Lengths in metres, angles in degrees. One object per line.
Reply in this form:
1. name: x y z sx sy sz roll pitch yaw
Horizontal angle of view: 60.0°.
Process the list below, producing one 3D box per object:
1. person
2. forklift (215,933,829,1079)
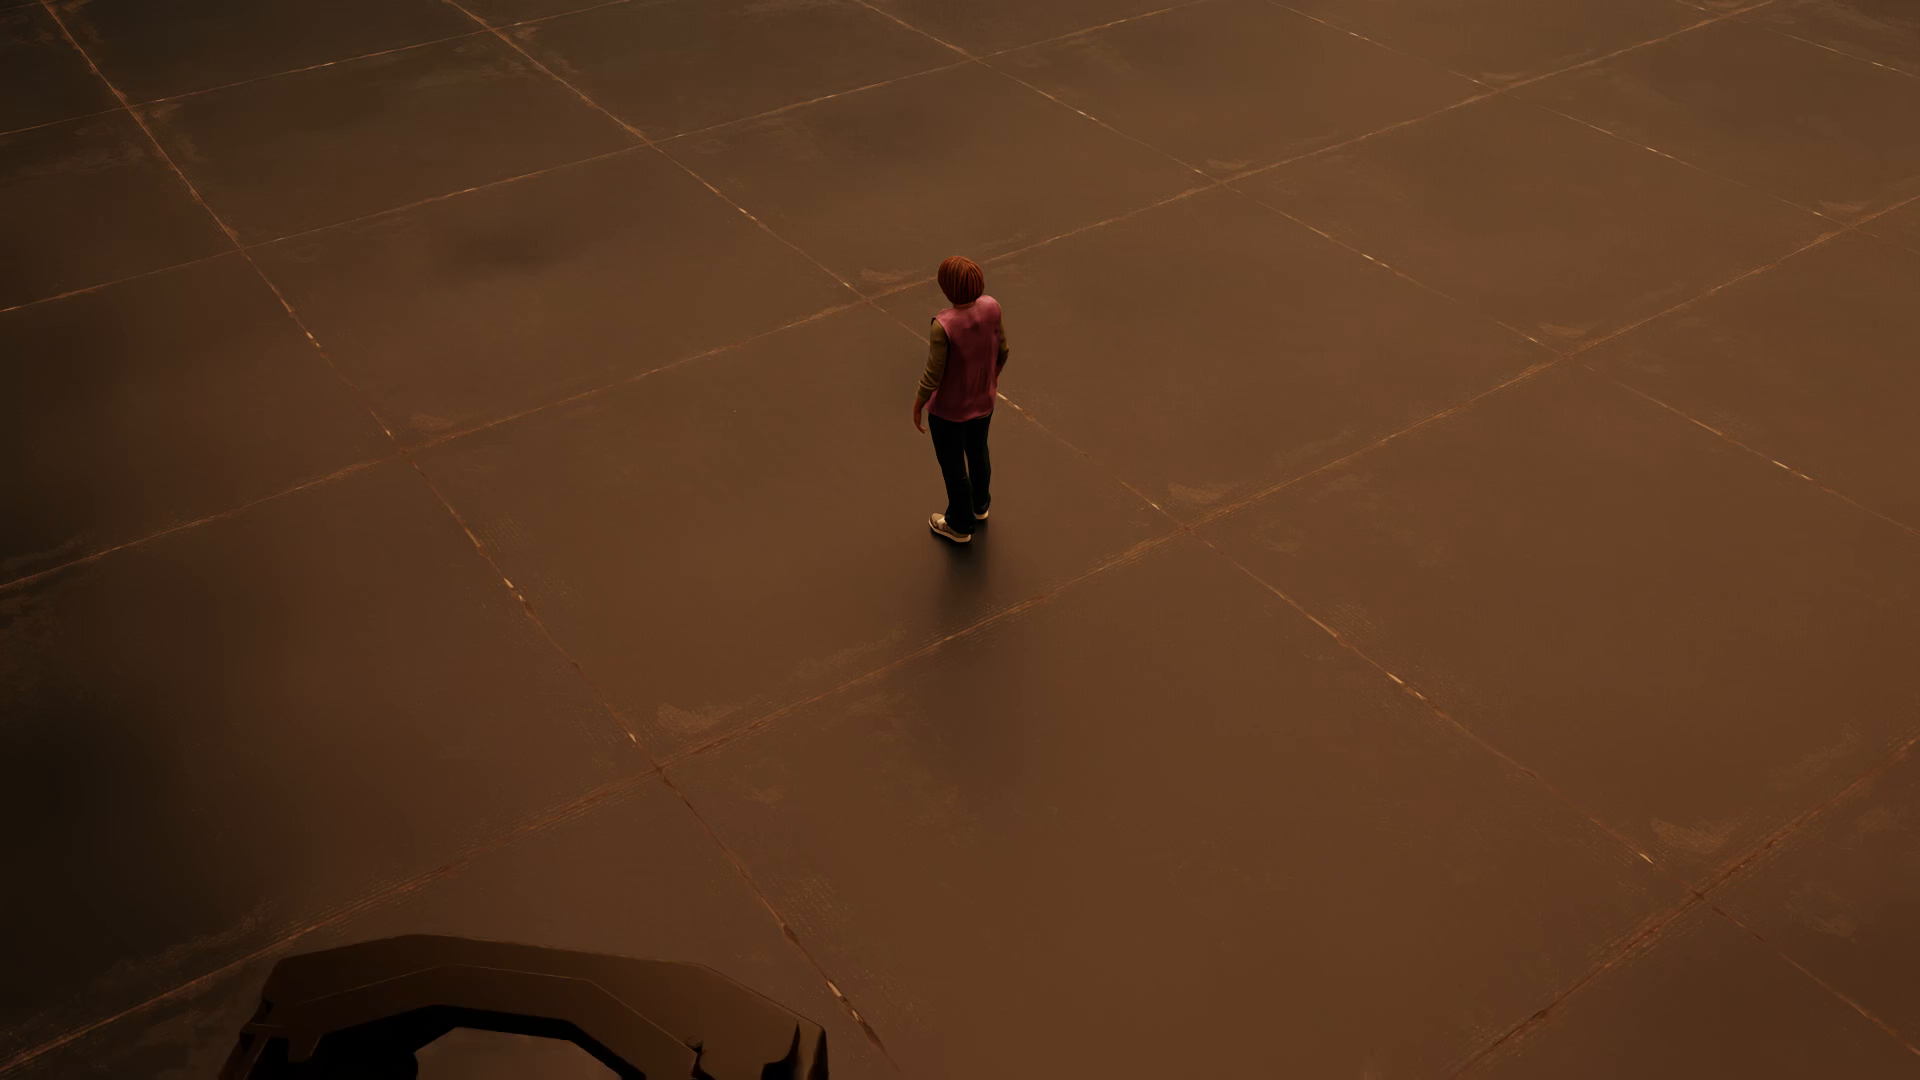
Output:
1. person: -0.032 -0.689 7.986 0.521 1.599 0.473 -23 42 -28
2. forklift: -0.776 2.234 2.923 1.130 2.935 3.031 5 37 7
